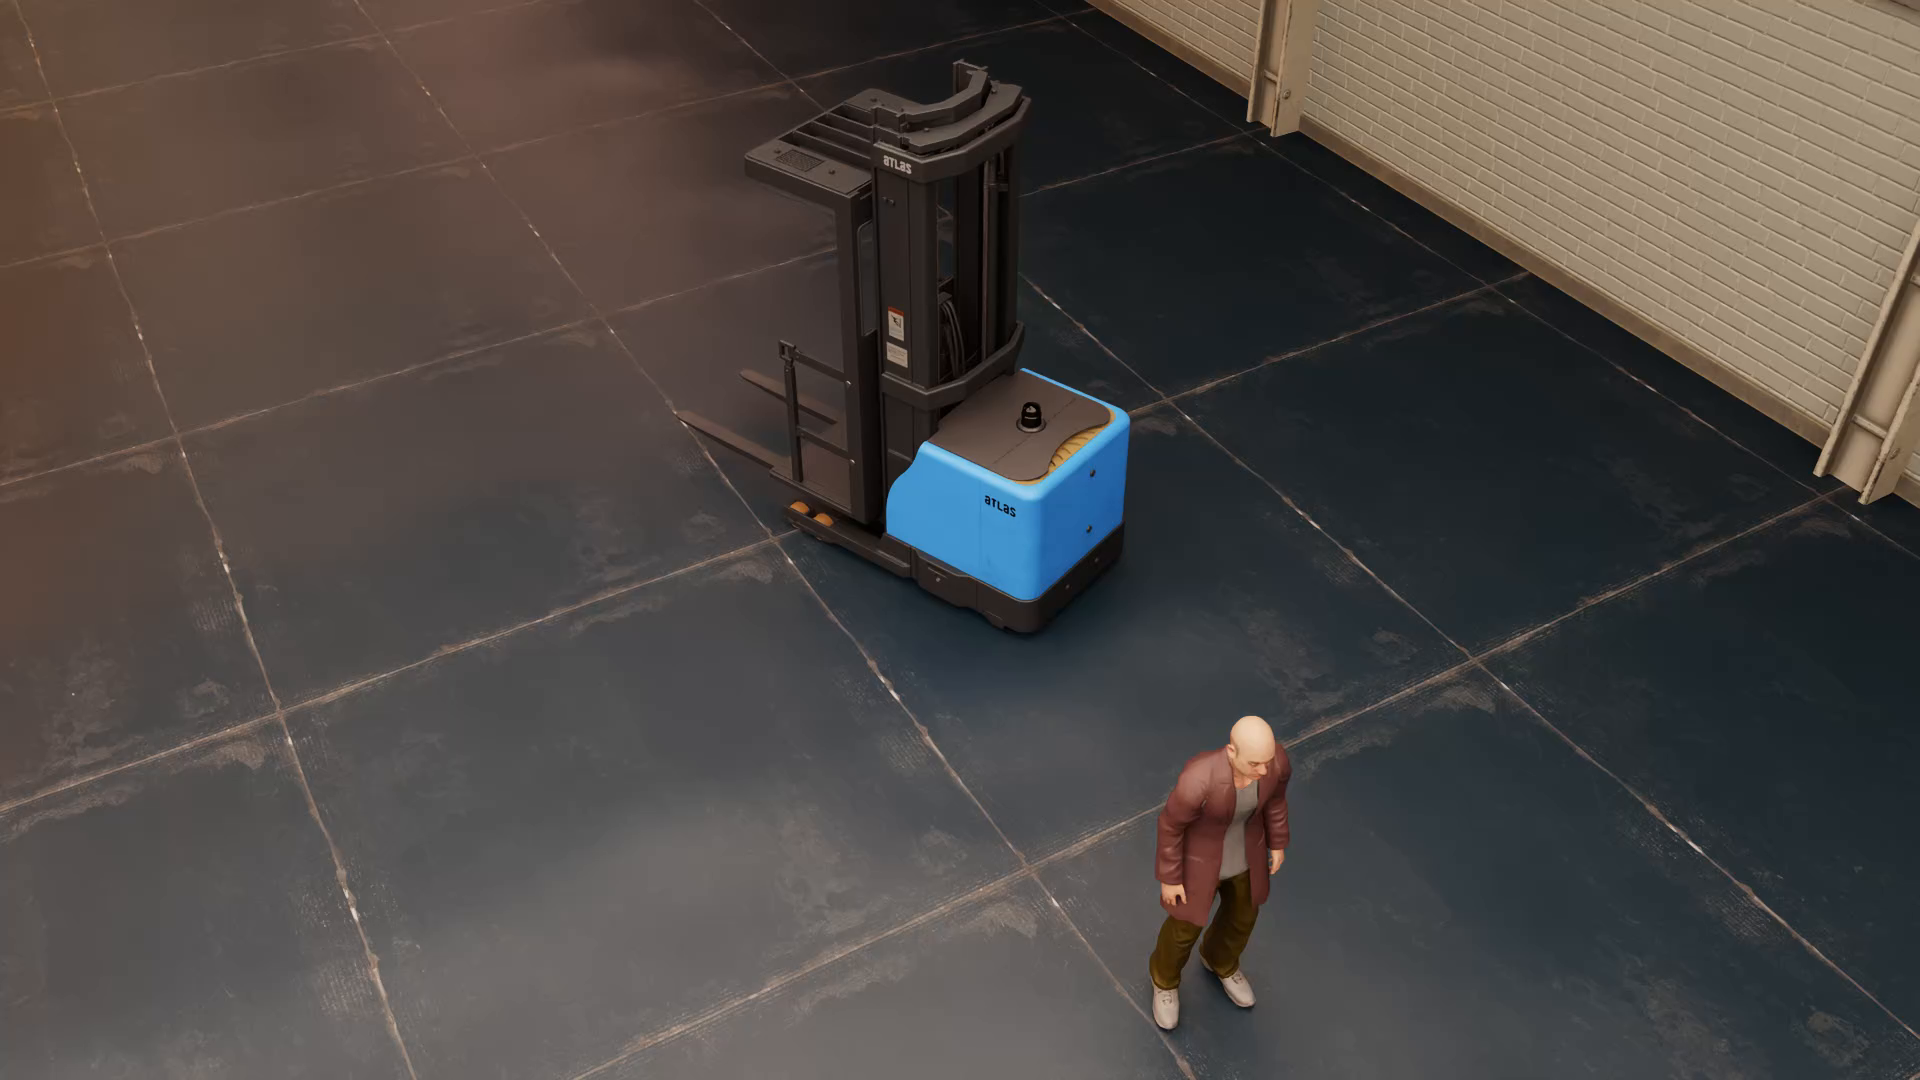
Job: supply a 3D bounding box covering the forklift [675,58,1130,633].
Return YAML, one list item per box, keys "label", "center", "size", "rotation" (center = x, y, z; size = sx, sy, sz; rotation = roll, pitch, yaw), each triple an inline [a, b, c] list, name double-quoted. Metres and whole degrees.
- label: "forklift"
  center: [-0.481, -1.366, 9.683]
  size: [3.031, 2.935, 1.130]
  rotation: [26, 46, 28]

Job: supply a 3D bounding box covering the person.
- label: "person"
  center: [1.147, 1.399, 7.256]
  size: [0.652, 1.773, 0.433]
  rotation: [-14, 42, -16]
